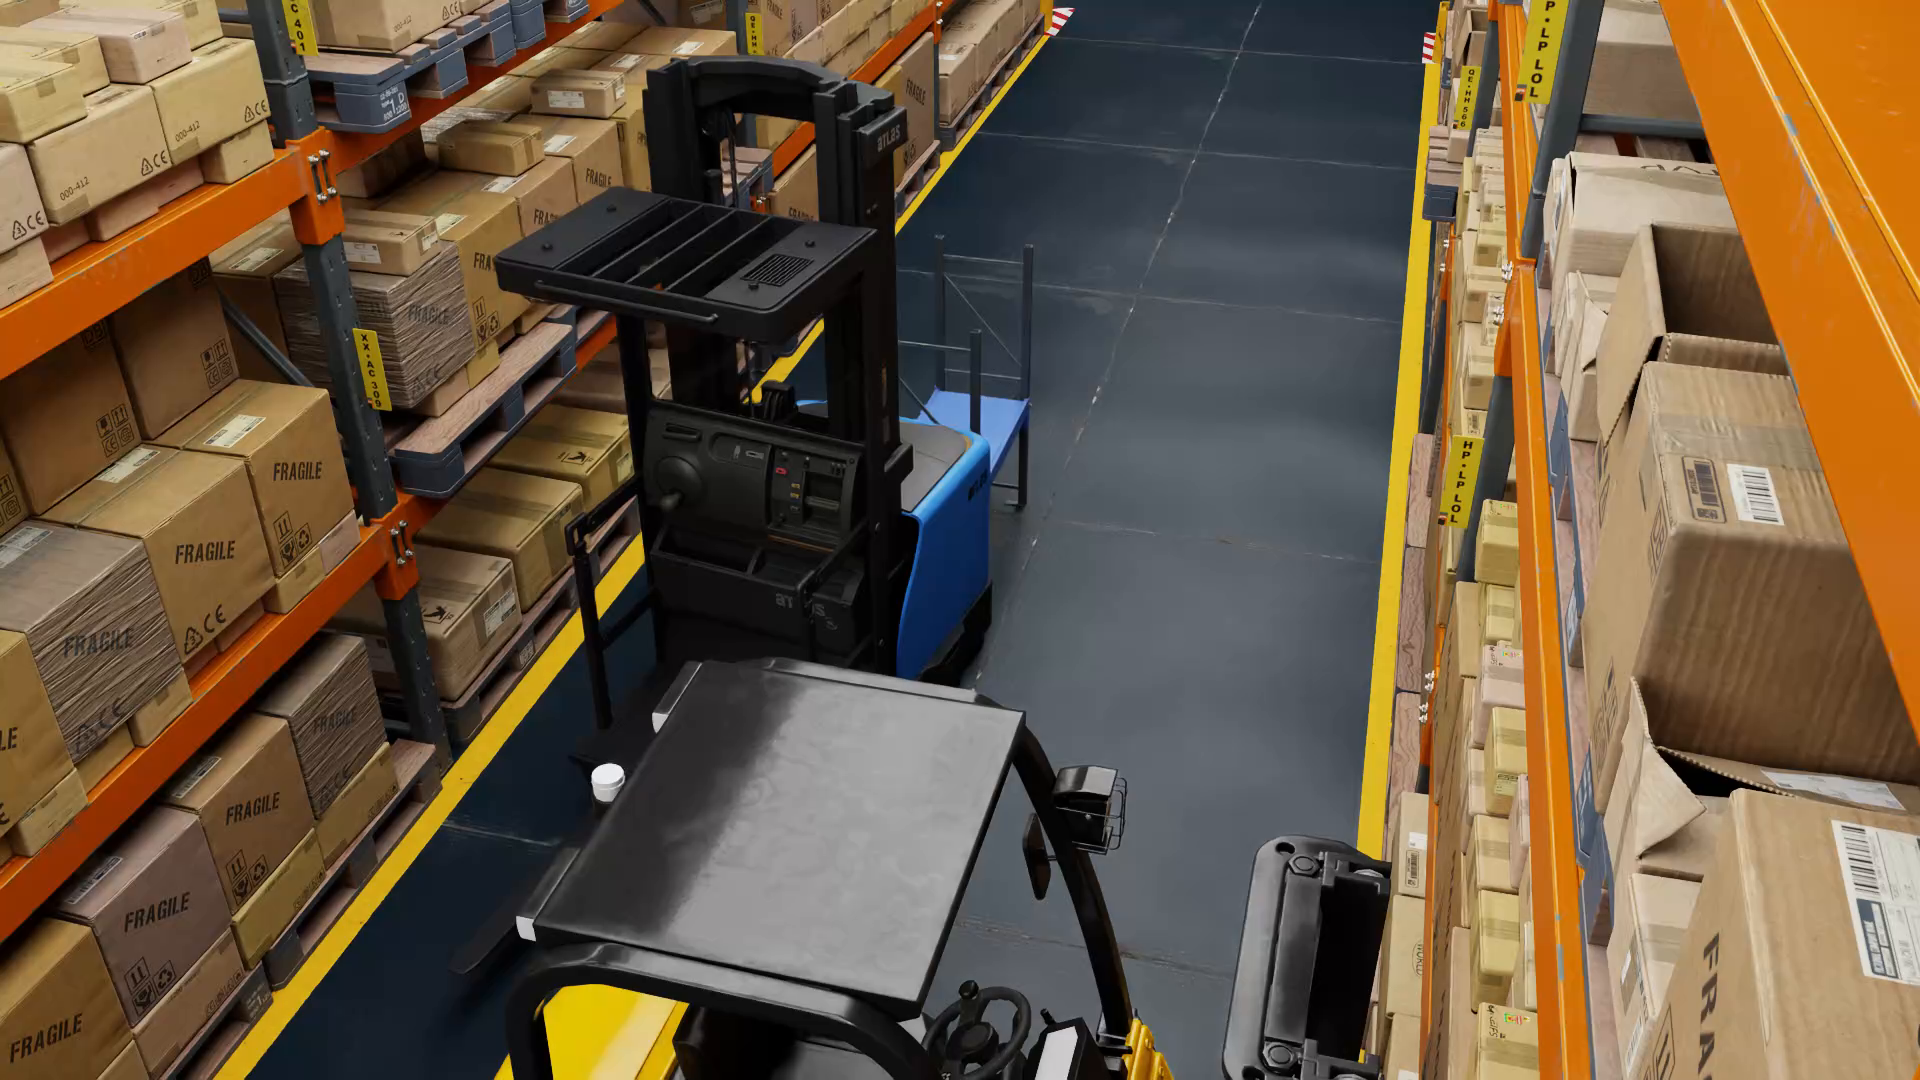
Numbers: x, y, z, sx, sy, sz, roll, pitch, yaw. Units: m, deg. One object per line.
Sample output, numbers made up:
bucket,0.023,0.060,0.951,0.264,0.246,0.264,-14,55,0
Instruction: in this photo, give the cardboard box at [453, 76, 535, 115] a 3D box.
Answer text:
cardboard box,-2.273,-2.002,8.341,0.500,0.500,0.500,9,33,13

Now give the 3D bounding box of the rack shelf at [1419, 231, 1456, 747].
rack shelf,2.613,-0.391,7.240,1.077,0.370,4.000,8,33,12

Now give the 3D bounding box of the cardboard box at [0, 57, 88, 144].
cardboard box,-2.649,-1.212,4.556,0.380,0.149,0.250,9,34,14

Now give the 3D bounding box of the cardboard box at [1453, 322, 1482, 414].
cardboard box,2.242,-0.627,6.614,0.500,0.250,0.500,9,33,13

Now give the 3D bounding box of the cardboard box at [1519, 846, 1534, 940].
cardboard box,1.441,0.838,3.661,0.380,0.149,0.250,8,33,13

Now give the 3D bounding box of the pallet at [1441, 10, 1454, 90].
pallet,3.828,-3.327,11.367,1.003,0.211,1.213,8,33,12

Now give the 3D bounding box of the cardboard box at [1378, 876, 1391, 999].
cardboard box,1.684,1.324,5.576,0.500,0.250,0.500,8,33,12

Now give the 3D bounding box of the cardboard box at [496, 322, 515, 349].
cardboard box,-2.181,-0.932,7.262,0.380,0.149,0.250,10,34,15

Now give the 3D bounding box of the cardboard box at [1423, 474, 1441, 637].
cardboard box,2.620,0.104,7.613,0.875,0.625,0.625,7,33,10

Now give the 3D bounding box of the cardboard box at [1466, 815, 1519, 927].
cardboard box,1.418,0.817,3.971,0.380,0.149,0.250,7,33,11

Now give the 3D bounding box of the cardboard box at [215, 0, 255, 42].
cardboard box,-2.688,-2.033,6.105,0.500,0.250,0.500,7,33,11

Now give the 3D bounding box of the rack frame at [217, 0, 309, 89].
rack frame,-2.696,-2.862,4.865,1.000,3.000,0.127,8,33,12

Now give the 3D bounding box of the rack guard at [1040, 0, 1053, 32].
rack guard,0.355,-5.515,16.960,1.175,0.500,0.348,8,33,12

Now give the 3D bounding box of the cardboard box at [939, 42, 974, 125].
cardboard box,-0.403,-3.889,14.069,0.875,0.438,0.875,8,33,12

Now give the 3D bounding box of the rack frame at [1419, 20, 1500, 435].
rack frame,3.121,-1.733,8.679,1.000,3.000,0.127,8,33,12

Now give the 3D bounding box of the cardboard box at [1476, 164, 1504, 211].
cardboard box,2.648,-1.648,7.848,0.380,0.149,0.250,9,34,14

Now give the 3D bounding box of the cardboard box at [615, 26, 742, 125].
cardboard box,-1.528,-2.478,9.090,0.500,0.500,0.500,7,33,11

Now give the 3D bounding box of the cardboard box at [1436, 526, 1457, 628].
cardboard box,1.981,0.109,5.922,0.500,0.250,0.500,9,33,13

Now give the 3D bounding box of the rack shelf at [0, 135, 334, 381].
rack shelf,-3.204,-0.255,4.230,1.077,0.370,4.000,8,33,12

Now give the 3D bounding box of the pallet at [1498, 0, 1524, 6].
pallet,3.035,-2.554,7.352,1.213,0.211,1.003,10,34,15

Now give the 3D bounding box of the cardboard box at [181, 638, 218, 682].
cardboard box,-2.758,0.366,5.613,0.380,0.149,0.250,8,33,12

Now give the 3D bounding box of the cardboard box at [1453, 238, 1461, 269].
cardboard box,2.772,-1.472,8.410,0.500,0.250,0.500,8,33,13

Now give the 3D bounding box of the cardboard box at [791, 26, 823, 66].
cardboard box,-1.182,-3.052,10.428,0.500,0.250,0.500,9,33,14

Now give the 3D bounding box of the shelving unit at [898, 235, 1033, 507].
shelving unit,-0.016,-0.595,8.288,0.538,1.500,1.048,8,33,13

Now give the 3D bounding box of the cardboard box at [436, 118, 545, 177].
cardboard box,-2.059,-1.723,7.298,0.380,0.149,0.250,10,34,15

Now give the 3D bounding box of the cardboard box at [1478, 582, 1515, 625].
cardboard box,1.770,0.157,5.010,0.380,0.149,0.250,8,33,12

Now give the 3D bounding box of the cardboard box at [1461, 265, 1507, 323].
cardboard box,2.266,-0.996,6.822,0.380,0.149,0.250,7,33,11

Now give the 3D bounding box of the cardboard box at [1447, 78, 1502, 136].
cardboard box,3.075,-2.438,9.538,0.500,0.250,0.500,6,33,10

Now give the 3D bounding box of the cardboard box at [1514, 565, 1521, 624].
cardboard box,1.776,0.177,4.700,0.380,0.149,0.250,9,33,13

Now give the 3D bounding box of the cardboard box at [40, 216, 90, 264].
cardboard box,-2.782,-0.905,4.816,0.380,0.149,0.250,7,33,11

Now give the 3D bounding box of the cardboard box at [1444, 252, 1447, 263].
cardboard box,3.040,-1.565,9.750,0.380,0.149,0.250,6,33,10

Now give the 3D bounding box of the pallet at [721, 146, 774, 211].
pallet,-1.759,-1.941,9.186,1.213,0.211,1.003,8,33,12

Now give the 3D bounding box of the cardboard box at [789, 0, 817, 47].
cardboard box,-1.203,-3.352,10.202,0.500,0.500,0.500,8,33,13

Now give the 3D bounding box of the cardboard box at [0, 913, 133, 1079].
cardboard box,-2.970,1.487,5.087,0.500,0.500,0.500,9,33,13

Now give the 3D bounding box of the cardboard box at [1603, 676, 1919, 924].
cardboard box,1.071,0.387,2.189,0.396,0.266,0.258,8,33,13

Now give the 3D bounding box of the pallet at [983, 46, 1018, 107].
pallet,-0.090,-4.324,15.356,1.003,0.211,1.213,8,33,12

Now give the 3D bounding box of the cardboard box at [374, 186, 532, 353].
cardboard box,-2.174,-1.140,6.985,0.500,0.500,0.500,8,33,13

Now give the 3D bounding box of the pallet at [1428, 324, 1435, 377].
pallet,3.347,-0.938,10.029,1.003,0.211,1.213,8,33,12

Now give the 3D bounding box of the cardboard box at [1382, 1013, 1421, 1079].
cardboard box,1.425,1.636,4.620,0.500,0.250,0.500,9,34,14

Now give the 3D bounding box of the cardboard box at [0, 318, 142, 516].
cardboard box,-3.169,-0.460,5.374,0.700,0.500,0.500,8,33,13

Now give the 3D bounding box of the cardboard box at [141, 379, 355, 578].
cardboard box,-2.569,-0.234,5.952,0.500,0.500,0.500,7,33,11

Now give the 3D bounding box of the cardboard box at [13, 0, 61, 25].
cardboard box,-3.092,-1.708,5.336,0.380,0.149,0.250,7,33,12

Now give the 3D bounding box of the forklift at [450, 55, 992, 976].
forklift,-0.906,-0.187,6.313,1.130,2.935,3.031,13,35,20

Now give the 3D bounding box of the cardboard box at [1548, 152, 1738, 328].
cardboard box,1.659,-0.706,3.867,0.500,0.311,0.500,9,33,13

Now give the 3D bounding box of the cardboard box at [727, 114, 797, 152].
cardboard box,-1.314,-2.563,10.125,0.500,0.250,0.500,7,33,12

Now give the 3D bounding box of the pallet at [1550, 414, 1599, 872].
pallet,1.603,0.192,2.939,1.003,0.211,1.213,8,33,12

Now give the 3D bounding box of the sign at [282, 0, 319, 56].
sign,-2.170,-1.745,5.421,0.100,0.325,0.005,8,33,12

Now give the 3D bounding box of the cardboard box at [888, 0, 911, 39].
cardboard box,-0.667,-3.888,12.209,0.500,0.250,0.500,8,33,12

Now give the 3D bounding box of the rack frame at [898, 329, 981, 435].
rack frame,-0.150,-0.332,7.874,0.500,1.500,0.032,8,33,13

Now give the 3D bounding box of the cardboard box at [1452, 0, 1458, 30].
cardboard box,3.797,-3.807,11.458,0.700,0.500,0.500,9,34,14

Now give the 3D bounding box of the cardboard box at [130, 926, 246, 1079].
cardboard box,-2.845,1.537,5.708,0.500,0.250,0.500,9,33,13

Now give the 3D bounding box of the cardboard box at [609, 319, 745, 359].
cardboard box,-1.834,-1.183,9.873,0.950,0.372,0.625,6,33,9
